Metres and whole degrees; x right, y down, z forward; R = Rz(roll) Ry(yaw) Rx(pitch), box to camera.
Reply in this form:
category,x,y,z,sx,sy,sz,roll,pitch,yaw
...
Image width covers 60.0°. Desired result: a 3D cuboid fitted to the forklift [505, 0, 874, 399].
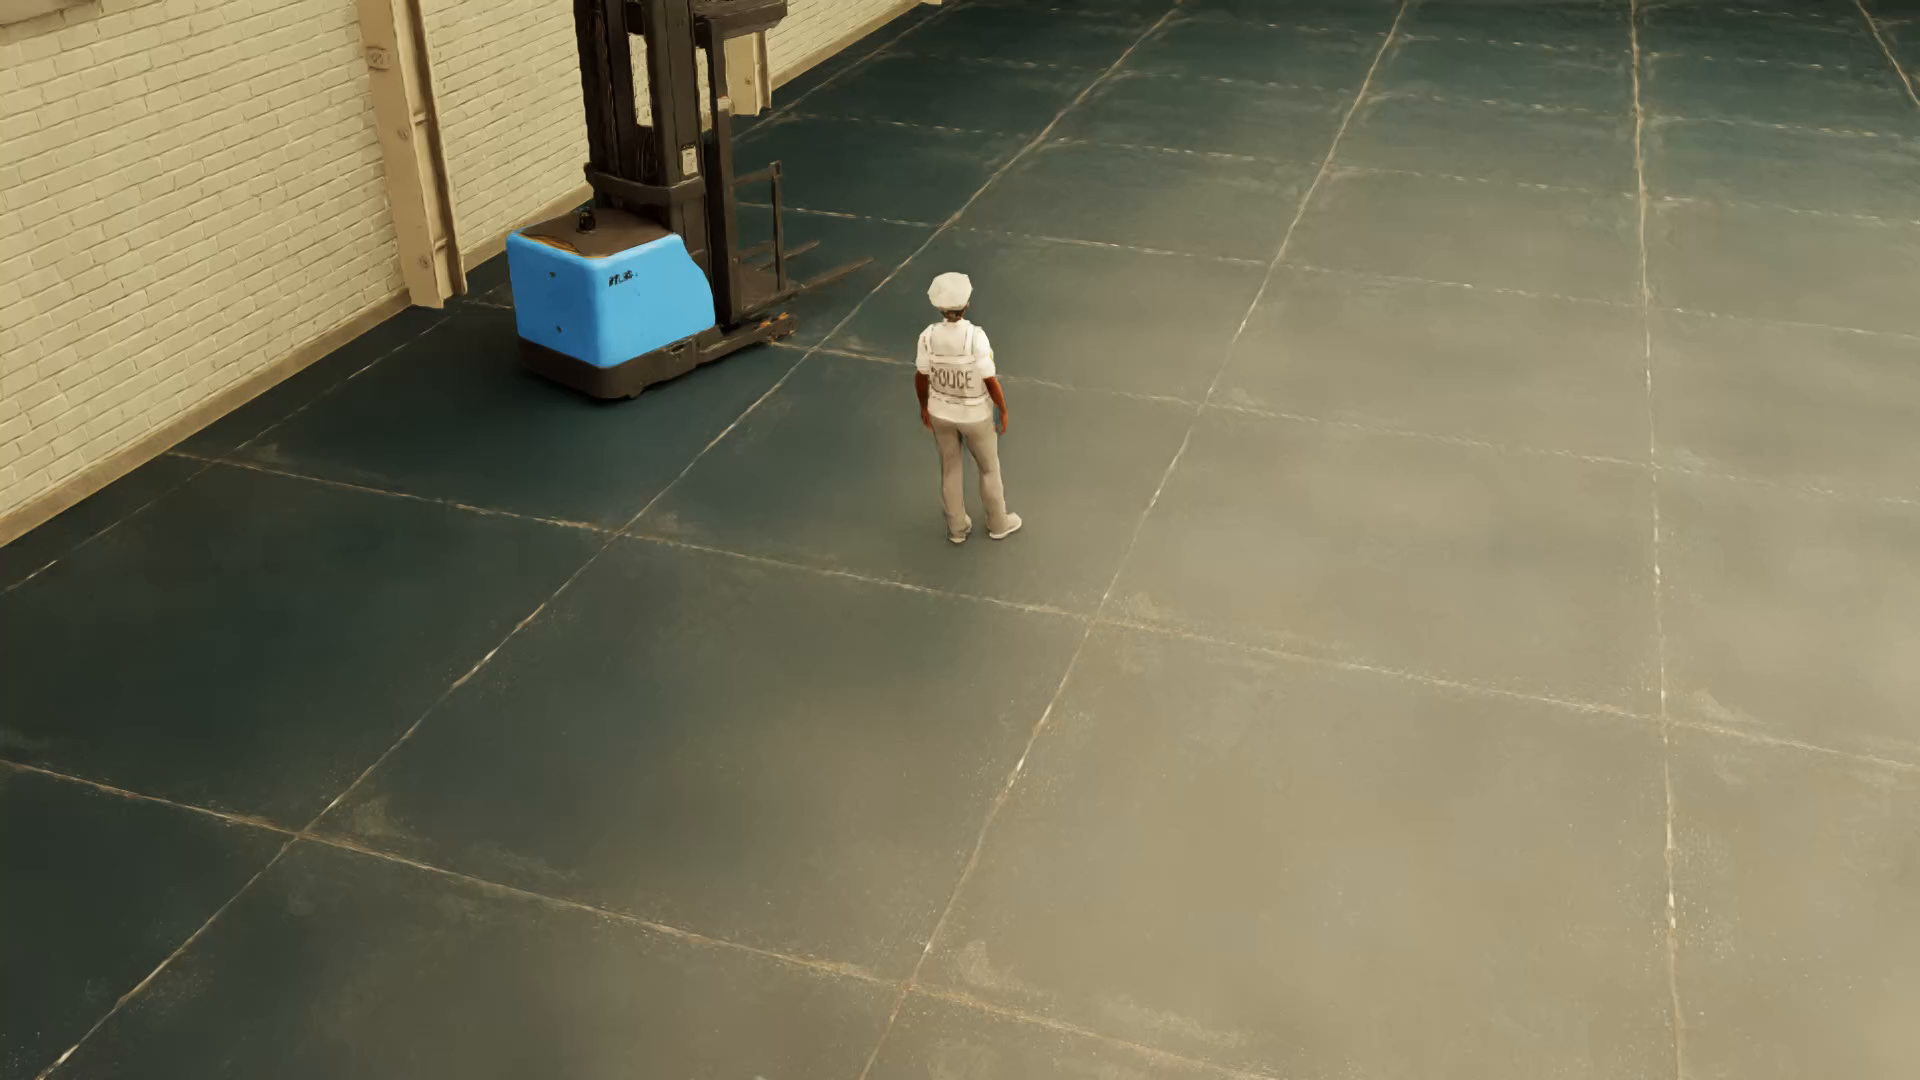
category,x,y,z,sx,sy,sz,roll,pitch,yaw
forklift,-1.915,-2.925,12.267,1.130,2.935,3.031,22,36,33

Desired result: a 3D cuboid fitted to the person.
category,x,y,z,sx,sy,sz,roll,pitch,yaw
person,0.043,-0.774,9.729,0.570,1.693,0.529,10,31,16
